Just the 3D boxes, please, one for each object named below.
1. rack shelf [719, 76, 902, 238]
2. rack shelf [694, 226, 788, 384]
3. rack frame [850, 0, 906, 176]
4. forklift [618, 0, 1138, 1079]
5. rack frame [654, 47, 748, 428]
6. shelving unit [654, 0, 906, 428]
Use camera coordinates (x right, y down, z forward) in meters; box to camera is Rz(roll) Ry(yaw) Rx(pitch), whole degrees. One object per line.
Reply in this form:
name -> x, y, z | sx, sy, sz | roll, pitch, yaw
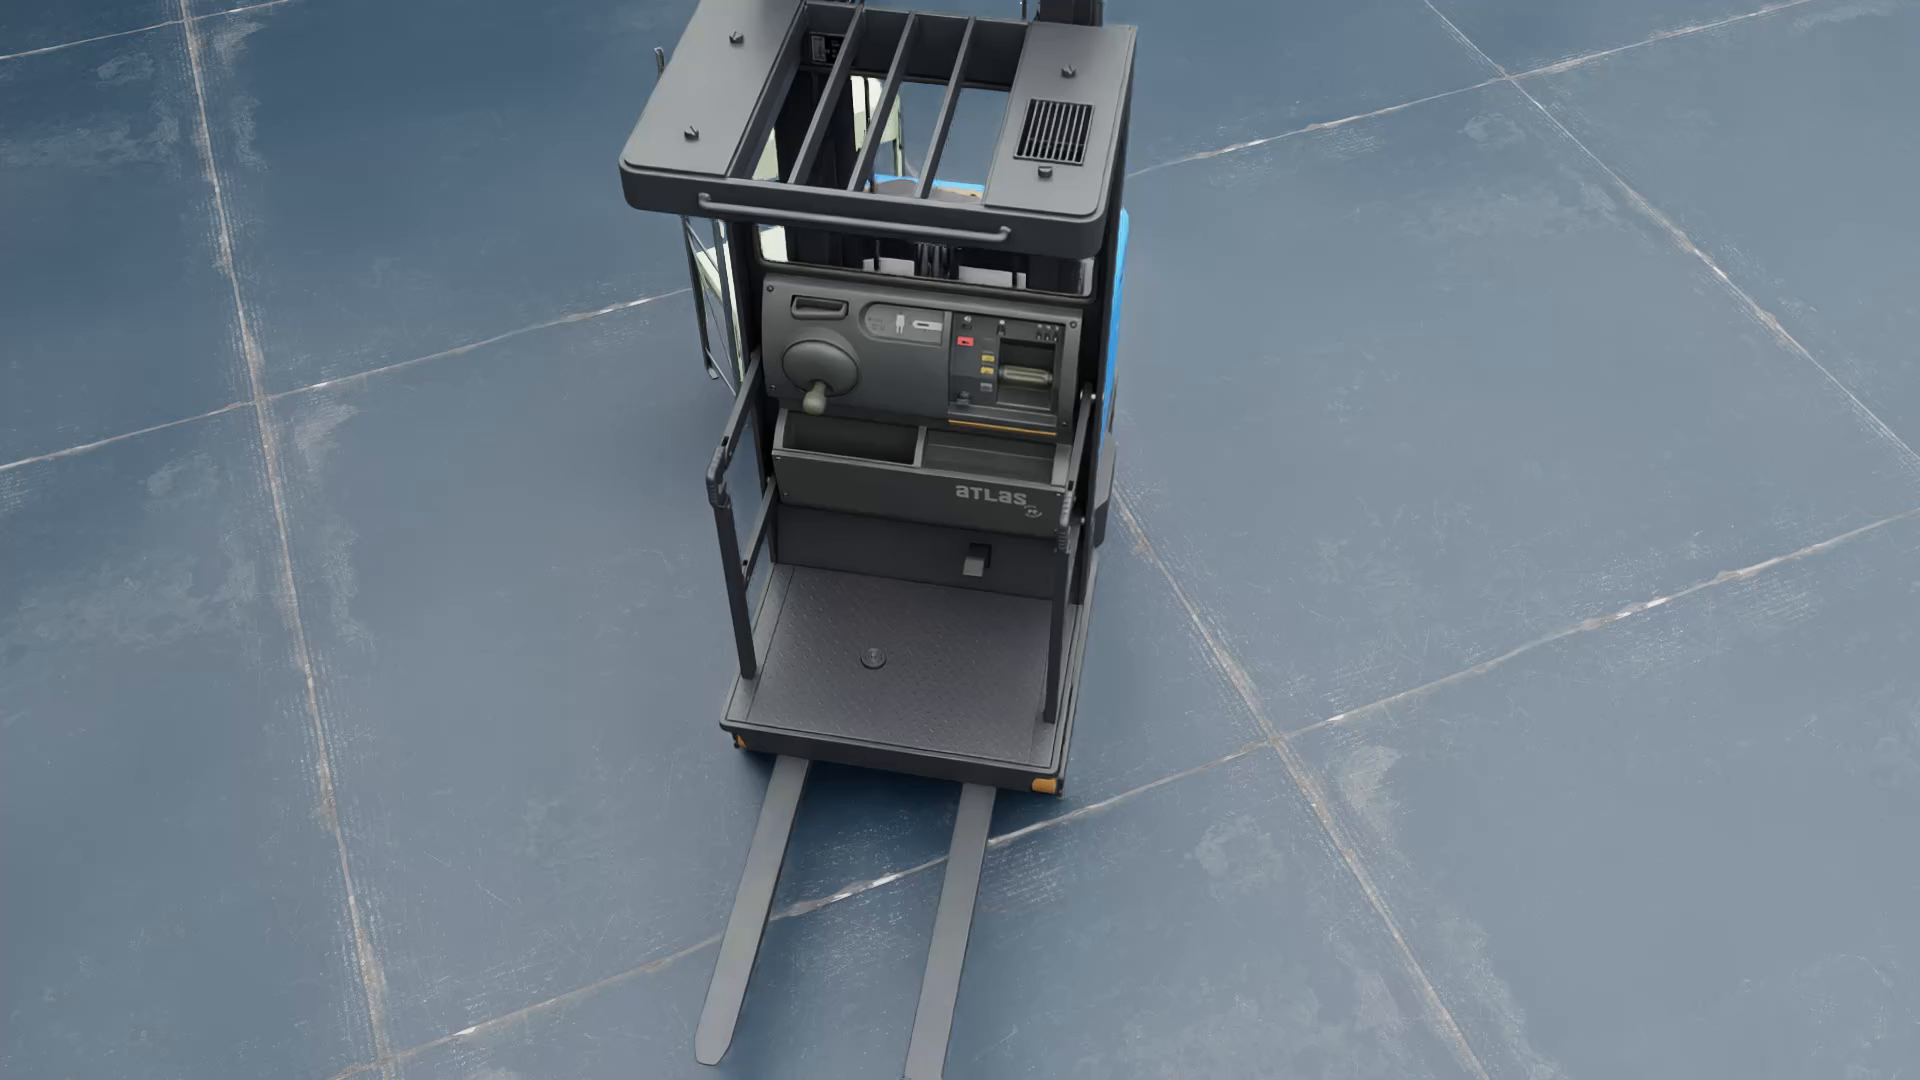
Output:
rack shelf -> -0.627, -1.460, 6.000 | 0.720, 0.370, 0.431 | -22, 53, -18
rack shelf -> -0.627, -0.993, 6.544 | 0.720, 0.370, 0.431 | -22, 53, -18
rack frame -> -0.304, -1.337, 6.409 | 0.023, 1.500, 0.400 | -22, 53, -18
forklift -> -0.153, -0.423, 4.681 | 1.130, 2.935, 3.031 | 8, 50, 7
rack frame -> -0.949, -1.074, 6.184 | 0.023, 1.500, 0.400 | -22, 53, -18
shelving unit -> -0.627, -1.205, 6.297 | 0.755, 1.500, 0.431 | -22, 53, -18
